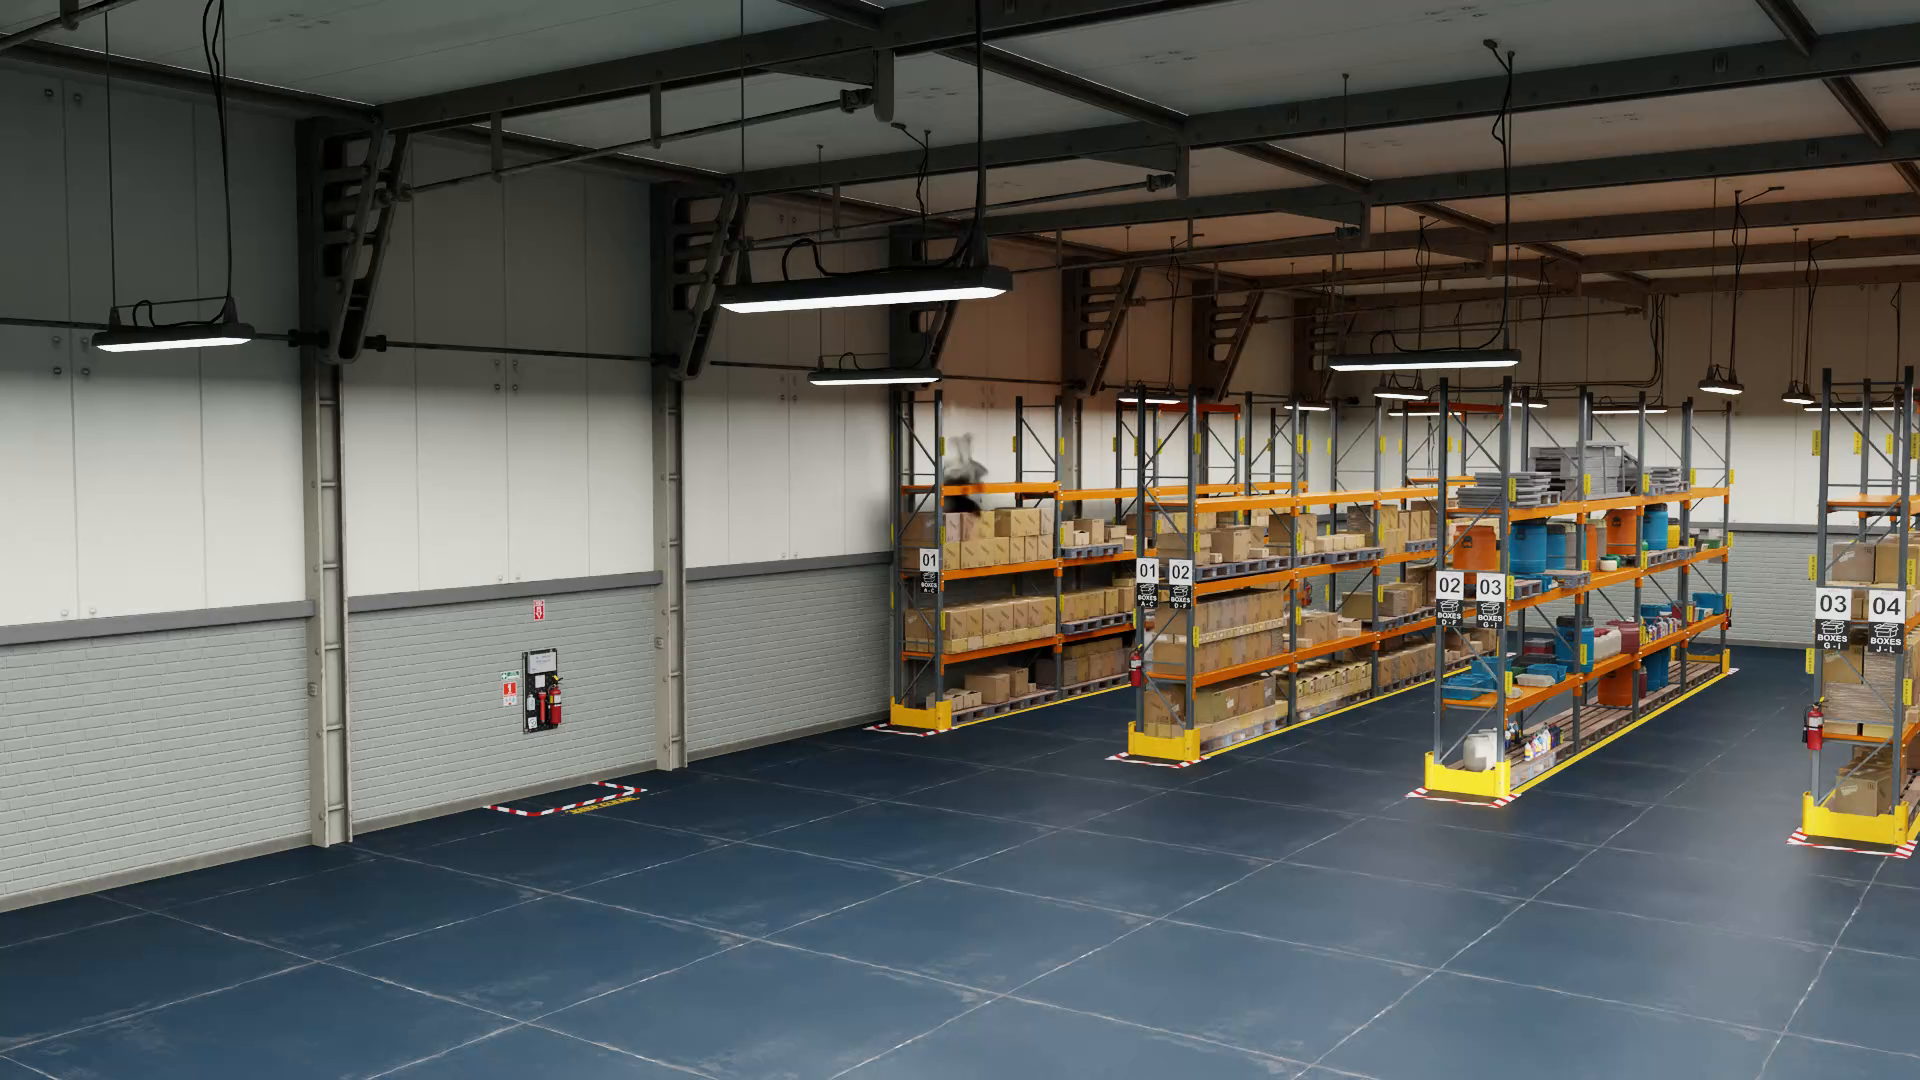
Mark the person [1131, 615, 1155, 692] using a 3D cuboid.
[{"bbox_3d":[3.330,2.201,29.652,0.602,1.718,0.849,2,4,28],"label":"person"}]

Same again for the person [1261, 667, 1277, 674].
[{"bbox_3d":[6.527,2.196,35.006,0.584,1.754,0.760,2,4,33],"label":"person"}]
